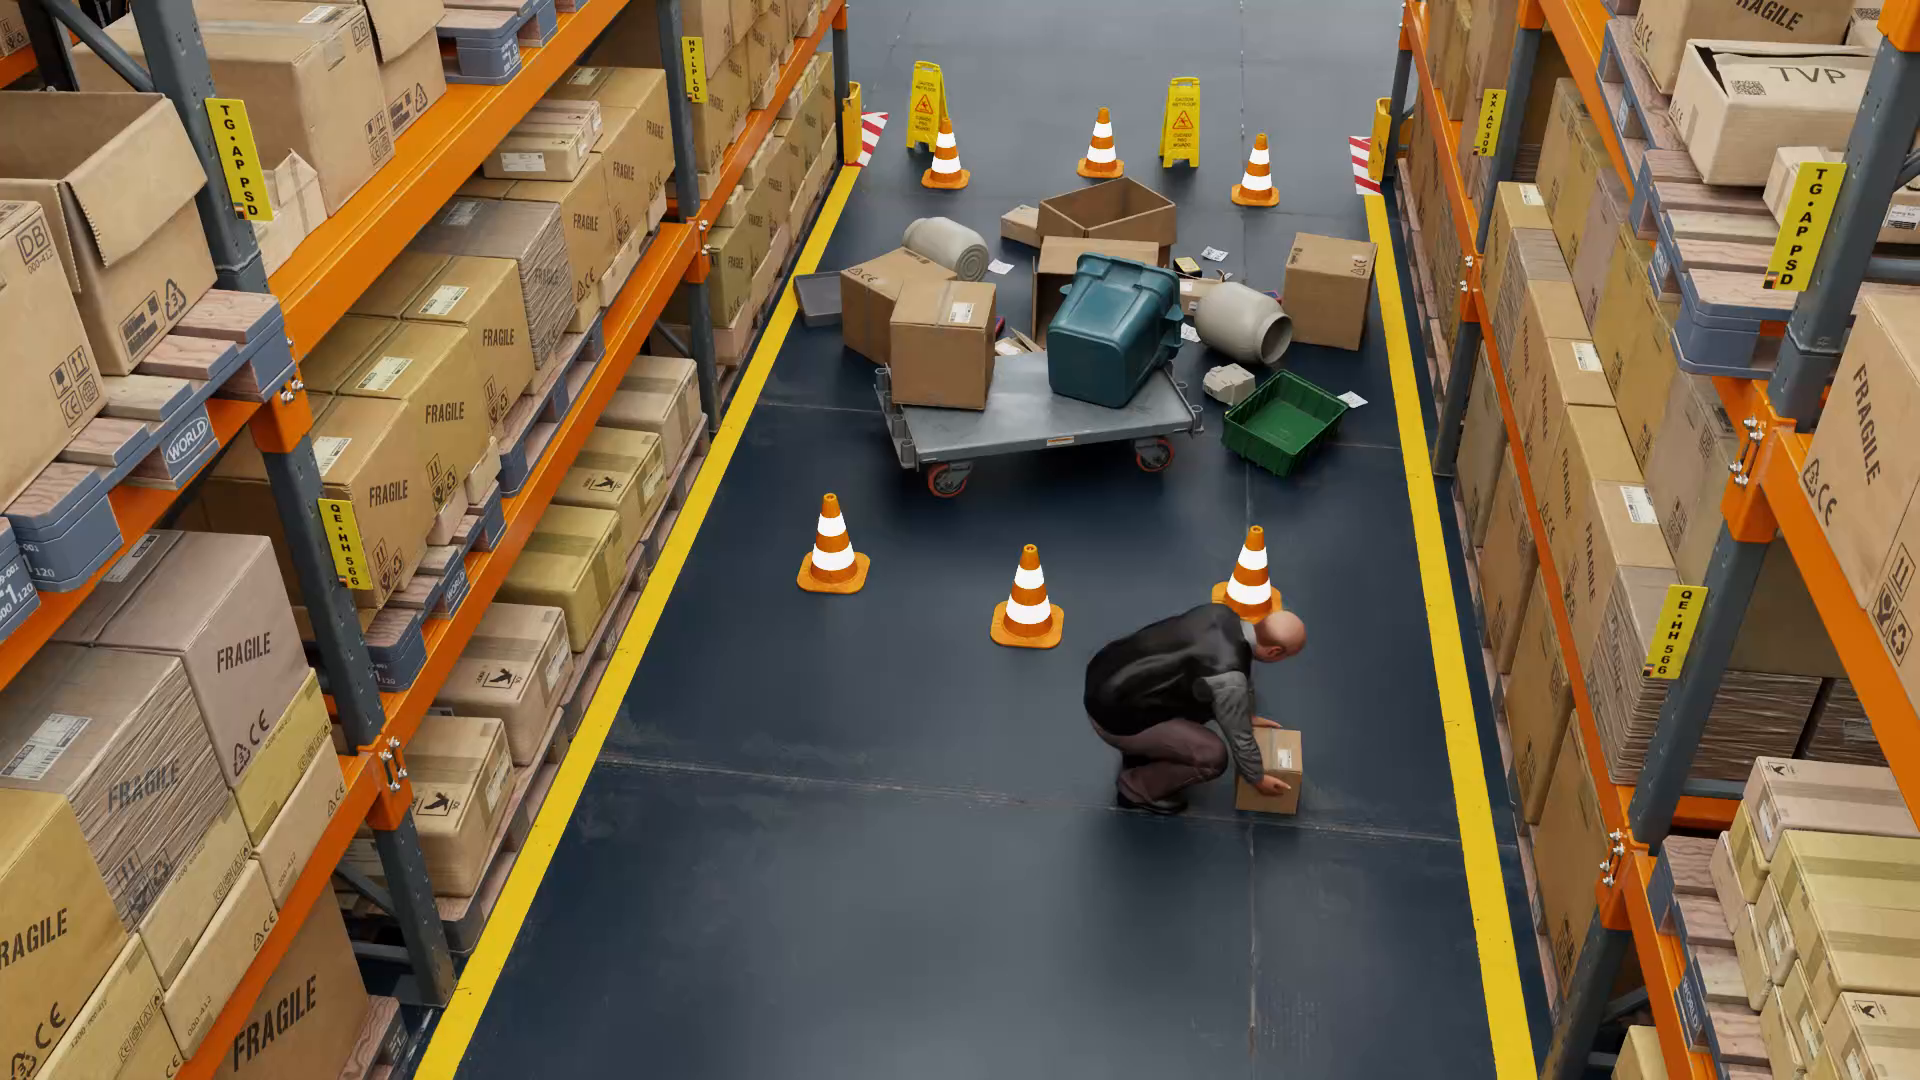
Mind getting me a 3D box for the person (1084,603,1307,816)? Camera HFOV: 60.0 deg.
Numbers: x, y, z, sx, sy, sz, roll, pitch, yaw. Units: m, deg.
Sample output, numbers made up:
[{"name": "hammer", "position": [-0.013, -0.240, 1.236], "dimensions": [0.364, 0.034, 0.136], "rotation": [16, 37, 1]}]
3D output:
[{"name": "person", "position": [0.946, 0.666, 6.842], "dimensions": [0.868, 0.906, 0.537], "rotation": [4, 36, 6]}]
